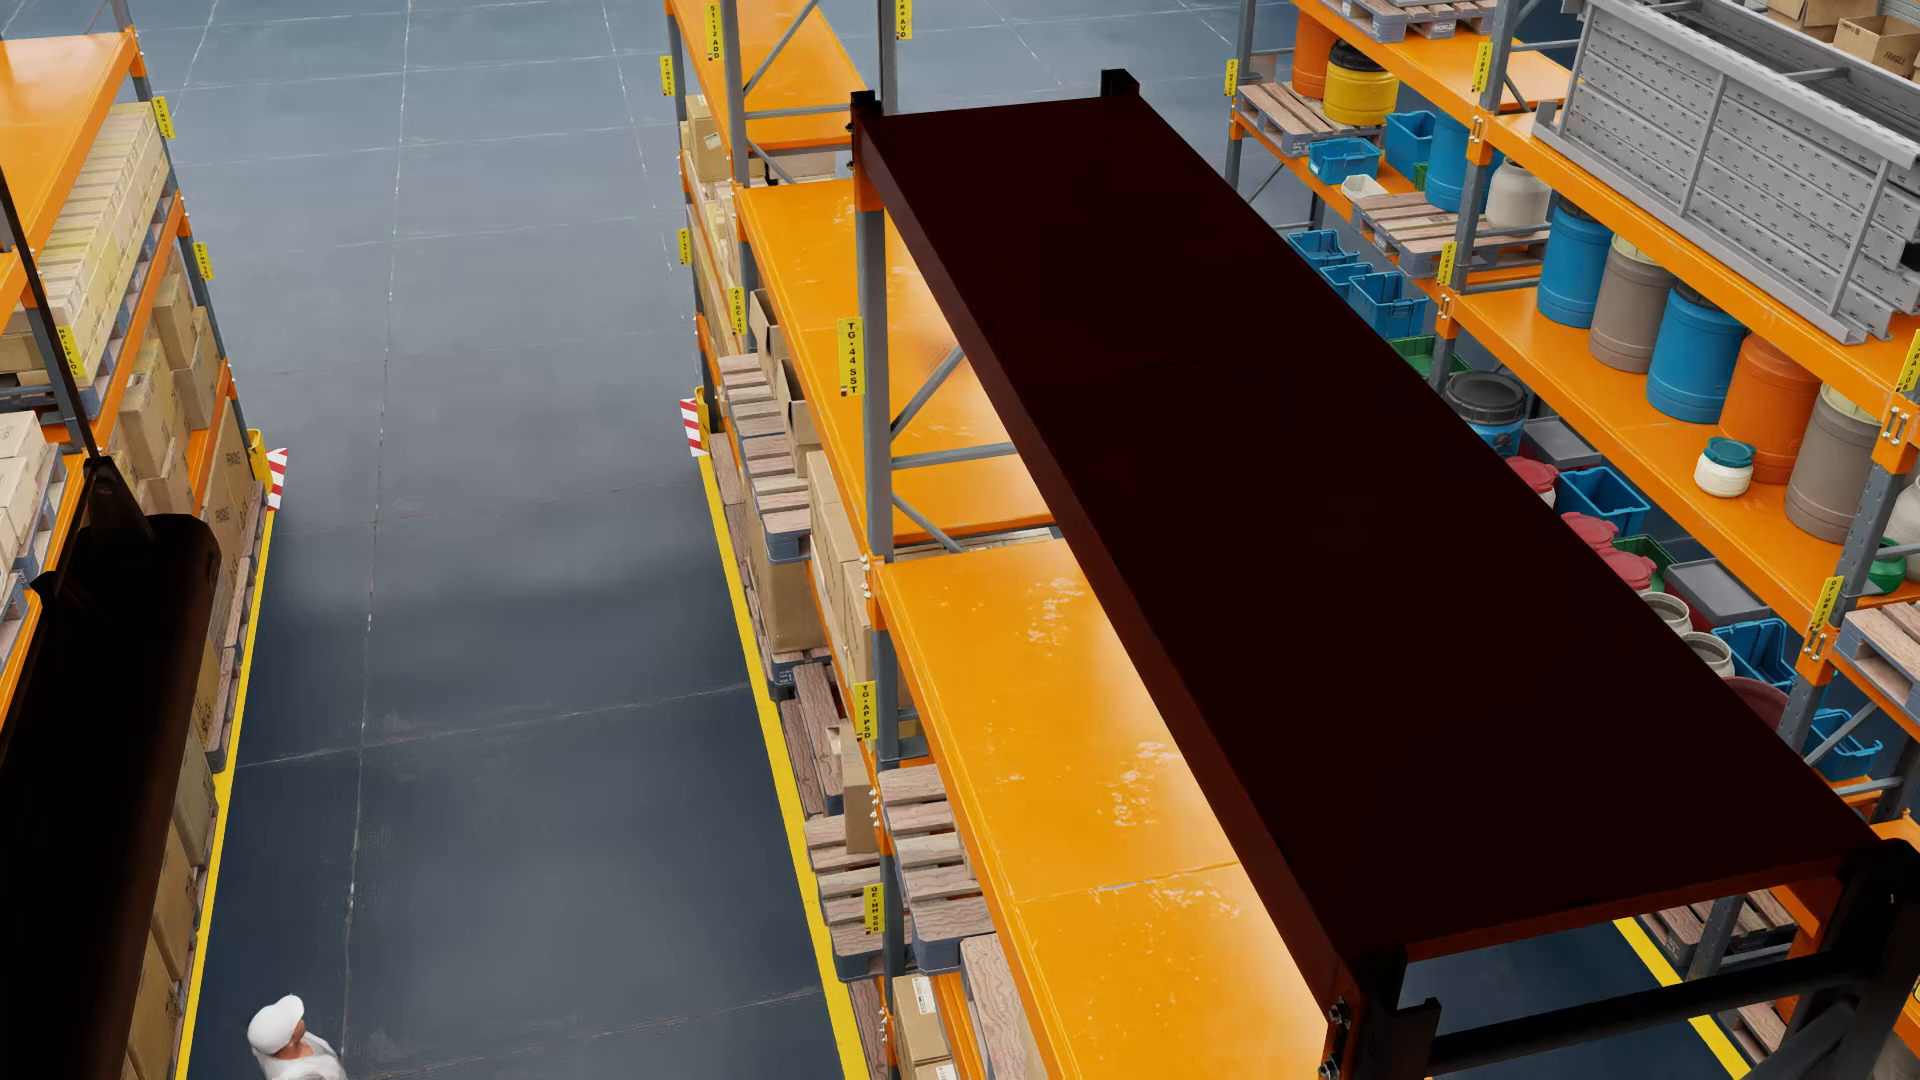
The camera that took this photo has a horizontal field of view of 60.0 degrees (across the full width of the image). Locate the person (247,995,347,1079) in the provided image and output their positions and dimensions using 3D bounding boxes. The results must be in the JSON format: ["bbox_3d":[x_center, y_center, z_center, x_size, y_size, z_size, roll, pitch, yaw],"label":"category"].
[{"bbox_3d":[-3.095,2.827,8.138,0.470,1.785,0.593,-10,36,-14],"label":"person"}]
